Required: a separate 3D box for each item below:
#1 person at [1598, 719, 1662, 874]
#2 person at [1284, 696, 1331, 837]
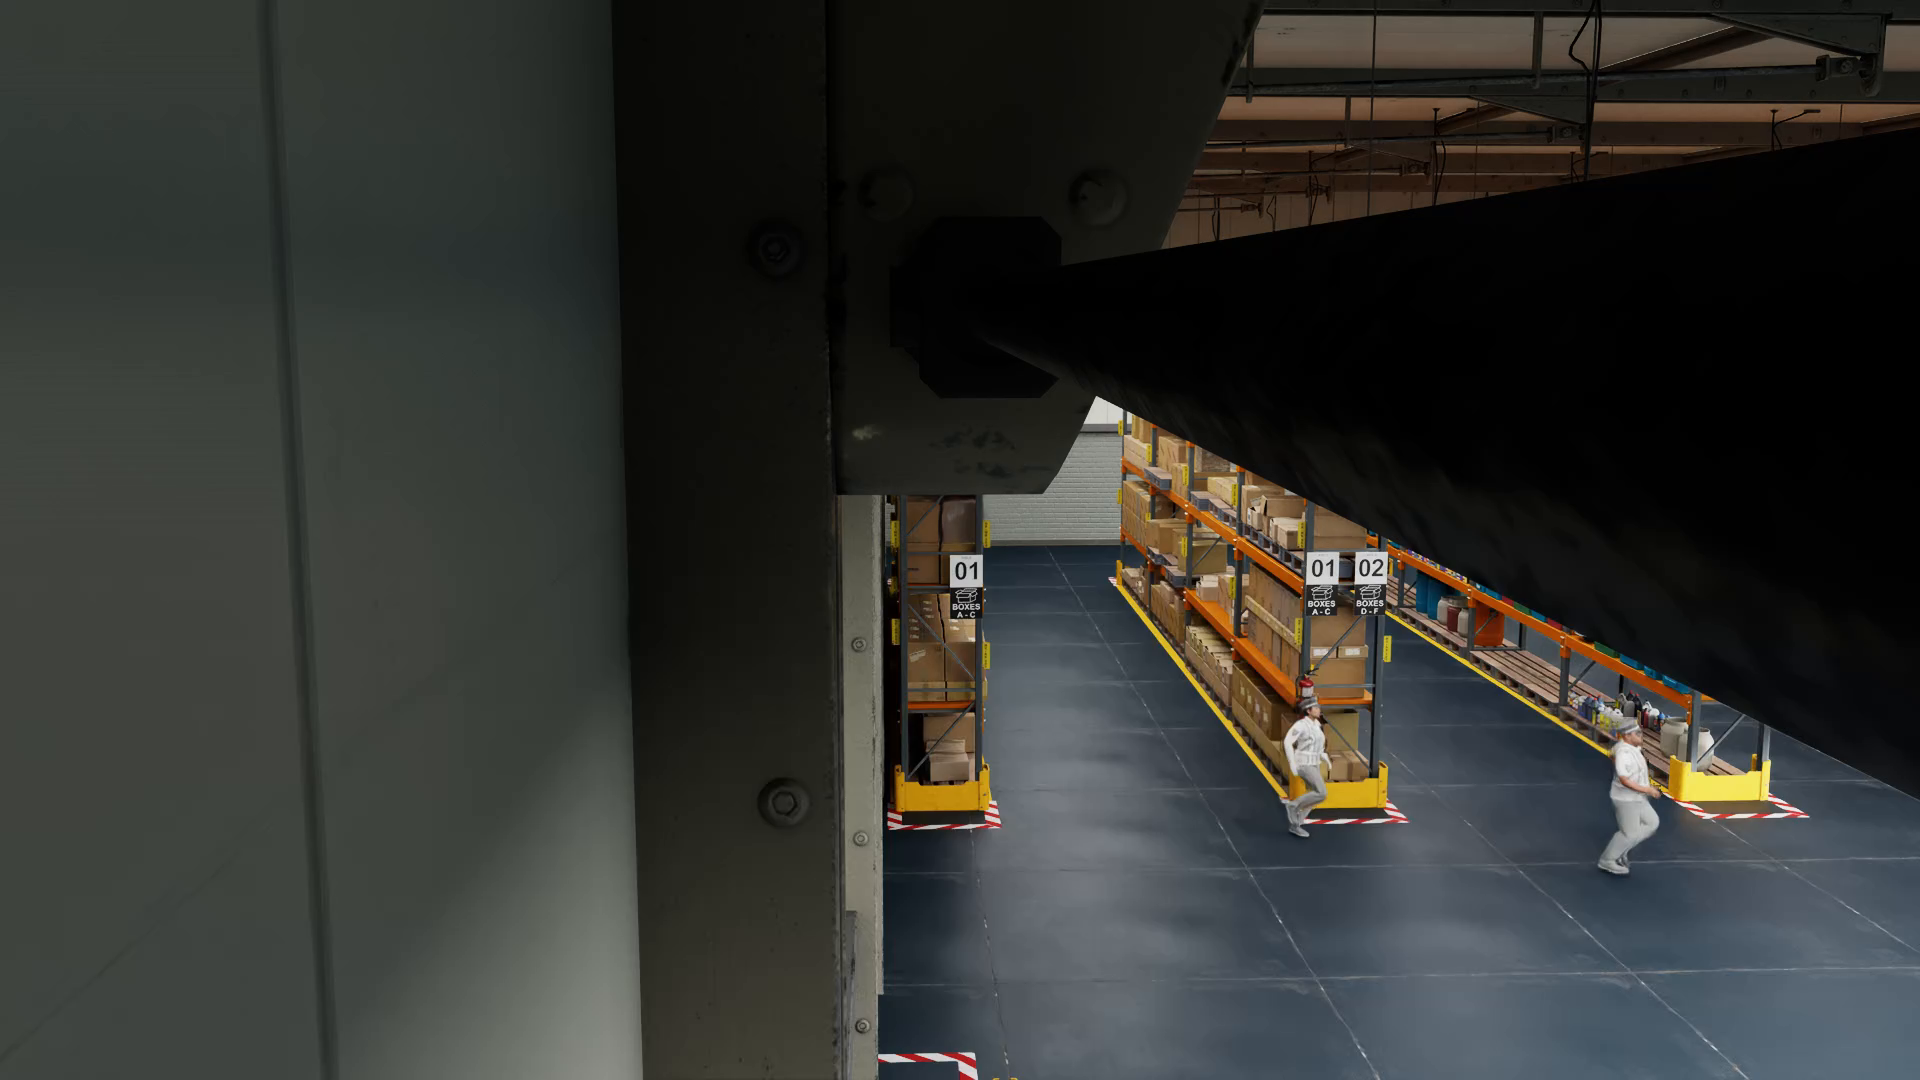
[{"bbox_3d":[7.359,2.798,18.206,0.612,1.744,0.675,4,9,26],"label":"person"},{"bbox_3d":[4.168,2.653,19.602,0.488,1.620,0.638,7,11,38],"label":"person"}]
